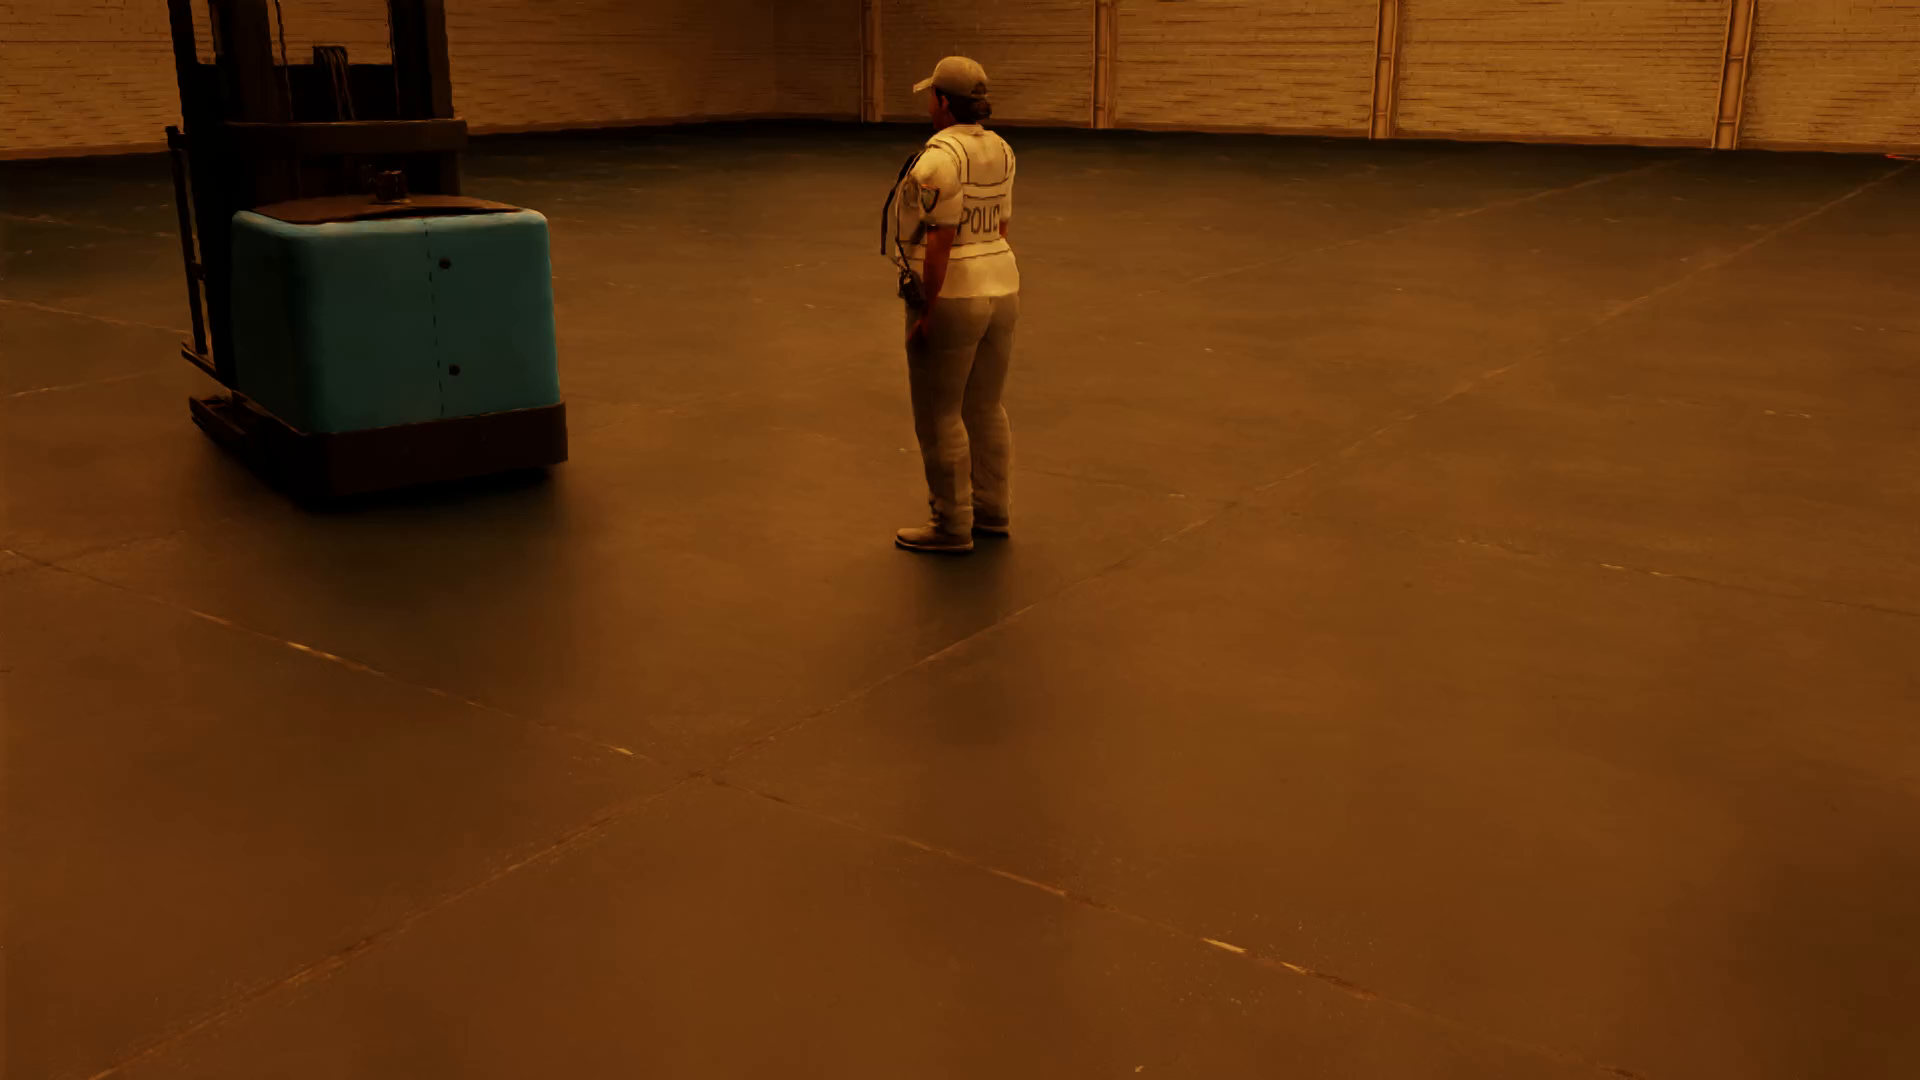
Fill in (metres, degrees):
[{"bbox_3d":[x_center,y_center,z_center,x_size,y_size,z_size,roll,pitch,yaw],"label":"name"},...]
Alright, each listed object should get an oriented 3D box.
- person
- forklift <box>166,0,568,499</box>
[{"bbox_3d":[-0.011,-0.800,5.725,0.388,1.669,0.482,11,20,33],"label":"person"},{"bbox_3d":[-2.869,-1.924,7.267,1.130,2.935,3.031,-12,20,-34],"label":"forklift"}]
